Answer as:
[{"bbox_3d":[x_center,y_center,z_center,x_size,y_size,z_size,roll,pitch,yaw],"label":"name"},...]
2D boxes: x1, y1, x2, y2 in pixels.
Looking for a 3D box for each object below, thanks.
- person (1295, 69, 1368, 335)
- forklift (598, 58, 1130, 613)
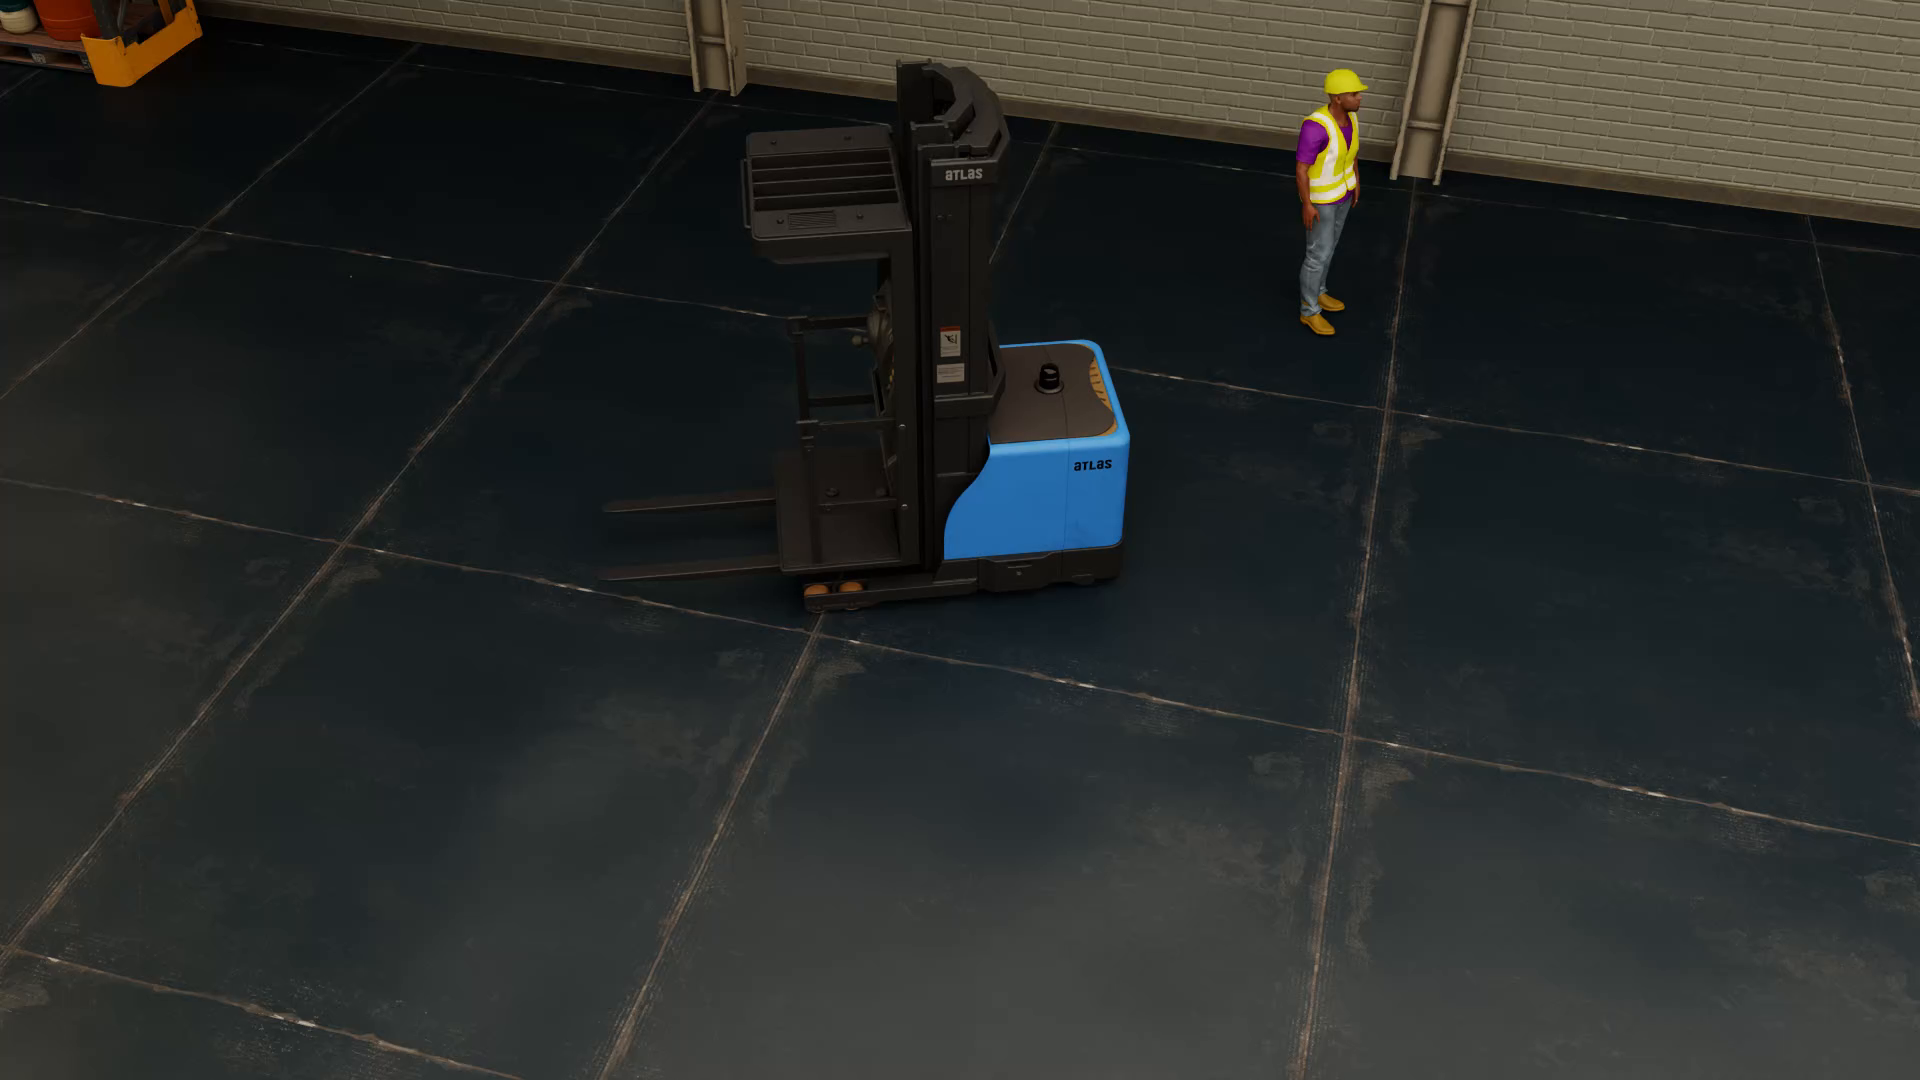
[{"bbox_3d":[2.588,-2.343,11.412,0.578,1.759,0.665,31,50,30],"label":"person"},{"bbox_3d":[-0.604,-1.052,9.062,3.031,2.935,1.130,-5,41,-5],"label":"forklift"}]
